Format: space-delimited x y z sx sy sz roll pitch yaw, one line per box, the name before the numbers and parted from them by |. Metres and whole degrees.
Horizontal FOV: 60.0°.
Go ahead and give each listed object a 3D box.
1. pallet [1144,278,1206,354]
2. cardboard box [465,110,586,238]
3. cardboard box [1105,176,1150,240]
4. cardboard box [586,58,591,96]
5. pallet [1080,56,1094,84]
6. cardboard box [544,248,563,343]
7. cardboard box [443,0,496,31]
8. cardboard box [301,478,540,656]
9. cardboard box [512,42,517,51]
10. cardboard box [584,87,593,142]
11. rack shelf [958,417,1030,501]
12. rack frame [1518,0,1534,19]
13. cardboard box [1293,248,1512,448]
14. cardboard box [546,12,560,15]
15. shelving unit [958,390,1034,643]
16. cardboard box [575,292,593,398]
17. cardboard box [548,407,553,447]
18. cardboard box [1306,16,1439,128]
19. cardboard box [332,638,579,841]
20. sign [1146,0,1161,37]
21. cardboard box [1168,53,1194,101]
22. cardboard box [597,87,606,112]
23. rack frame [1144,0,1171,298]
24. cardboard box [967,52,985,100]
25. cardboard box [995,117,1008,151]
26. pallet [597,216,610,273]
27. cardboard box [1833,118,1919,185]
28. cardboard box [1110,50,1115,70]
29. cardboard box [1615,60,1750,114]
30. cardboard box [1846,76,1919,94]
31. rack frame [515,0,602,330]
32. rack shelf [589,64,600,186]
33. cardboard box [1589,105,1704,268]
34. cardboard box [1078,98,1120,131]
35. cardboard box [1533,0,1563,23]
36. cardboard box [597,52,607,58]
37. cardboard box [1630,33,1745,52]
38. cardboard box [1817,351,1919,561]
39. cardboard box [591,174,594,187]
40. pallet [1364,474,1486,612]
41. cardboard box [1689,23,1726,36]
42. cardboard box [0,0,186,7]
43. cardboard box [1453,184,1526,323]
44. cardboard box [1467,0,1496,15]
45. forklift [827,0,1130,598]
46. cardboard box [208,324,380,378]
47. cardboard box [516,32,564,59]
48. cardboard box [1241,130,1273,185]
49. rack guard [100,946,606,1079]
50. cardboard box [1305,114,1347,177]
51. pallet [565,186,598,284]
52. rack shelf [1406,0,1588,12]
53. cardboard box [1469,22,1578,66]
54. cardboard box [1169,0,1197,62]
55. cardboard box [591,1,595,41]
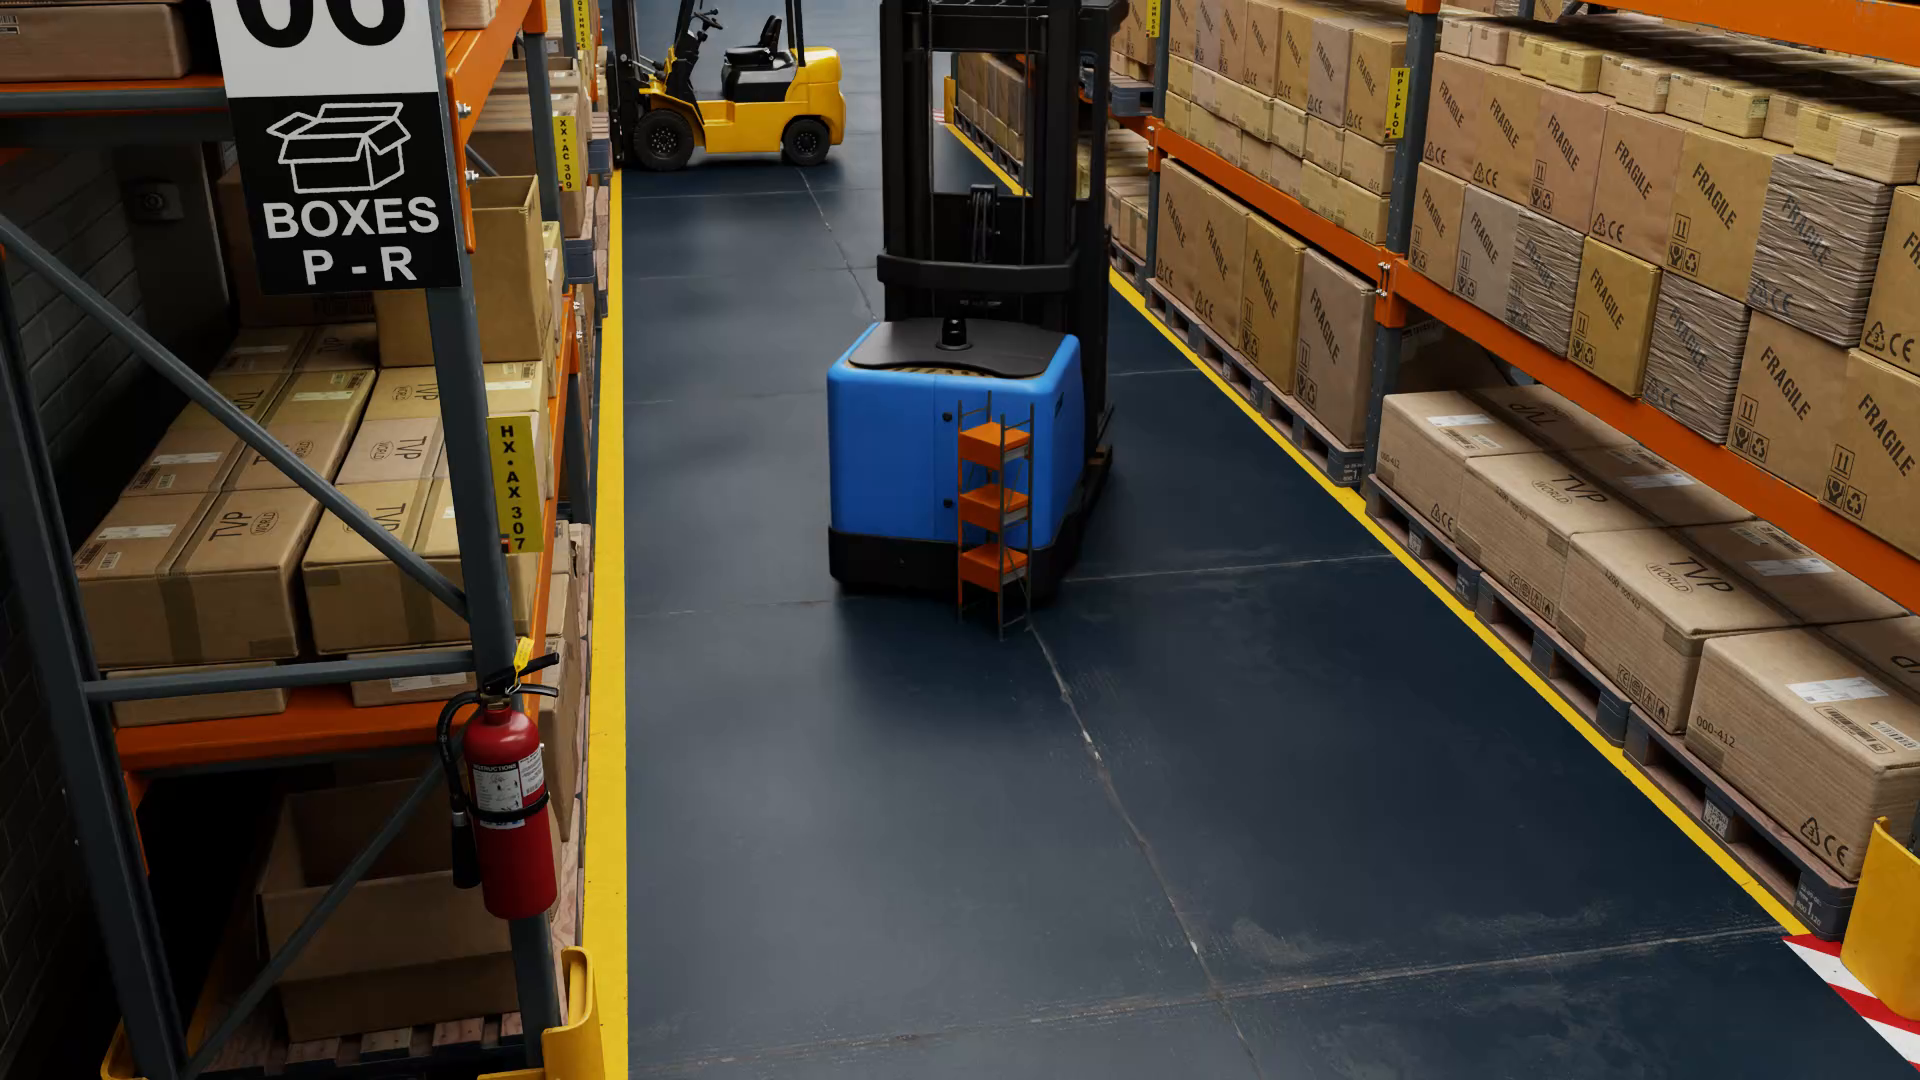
pallet | 1.946 -1.606 11.663 1.003 0.211 1.213 -4 24 -10
cardboard box | -2.133 -1.702 7.751 0.700 0.500 0.500 -4 24 -8
cardboard box | 1.635 -2.700 13.444 0.950 0.372 0.625 -5 24 -11
cardboard box | -3.129 -3.559 12.839 0.500 0.250 0.500 -4 24 -8
pallet | 1.468 -3.887 13.642 1.003 0.211 1.213 -4 24 -10
cardboard box | -1.822 -0.947 6.486 0.500 0.250 0.500 -4 24 -10
cardboard box | -1.404 -1.395 4.263 0.380 0.149 0.250 -4 24 -9
cardboard box | -1.343 0.050 4.203 0.500 0.250 0.500 -4 24 -9
cardboard box | -2.936 -3.381 11.806 0.500 0.250 0.500 -4 24 -8
cardboard box | -2.490 -2.563 10.034 0.500 0.250 0.500 -5 24 -12
rack shelf | 0.150 -0.346 7.048 0.240 0.259 0.215 21 31 39
rack frame | 5.981 -5.179 16.360 1.000 3.000 0.127 -4 24 -10
cardboard box | 2.421 -1.083 9.112 0.875 0.875 0.875 -4 24 -8
cardboard box | -3.022 -3.828 12.331 0.380 0.149 0.250 -4 24 -9
shelving unit | 0.150 -0.096 7.158 0.252 1.050 0.215 21 31 39
cardboard box | -2.418 -1.121 9.667 0.500 0.500 0.500 -5 24 -12
cardboard box | -1.573 -0.331 5.574 0.380 0.149 0.250 -4 24 -9
cardboard box | 2.182 -2.490 8.830 0.500 0.500 0.500 -4 24 -9
cardboard box | -1.664 0.682 5.538 0.700 0.500 0.500 -3 24 -8
sign | 1.343 -3.650 11.512 0.100 0.325 0.005 -4 24 -10
cardboard box | 1.725 -3.142 11.260 0.500 0.250 0.500 -4 24 -10
cardboard box | -3.524 -4.008 15.341 0.500 0.250 0.500 -5 24 -11
rack frame | 1.874 -3.200 11.828 1.000 3.000 0.127 -4 24 -10
cardboard box | 0.378 -5.070 18.084 0.500 0.500 0.500 -5 24 -12
cardboard box | 0.653 -4.127 16.862 0.500 0.250 0.500 -5 24 -11
pallet | -3.339 -2.358 13.386 1.003 0.211 1.213 -4 24 -10
cardboard box | 2.889 -1.174 5.005 0.380 0.149 0.250 -5 24 -10
cardboard box | 1.332 -3.684 12.726 0.380 0.149 0.250 -5 24 -12
cardboard box | 2.680 -1.684 6.173 0.380 0.149 0.250 -4 24 -10
cardboard box | 3.335 -1.526 5.811 0.380 0.149 0.250 -4 24 -9
rack frame | -3.003 -2.831 10.984 1.000 3.000 0.127 -4 24 -10
rack shelf | -3.373 -3.288 12.929 1.077 0.370 4.000 -4 24 -10
cardboard box | 2.726 -1.325 6.162 0.500 0.500 0.500 -4 24 -10
cardboard box | 1.291 -4.301 16.324 0.500 0.500 0.500 -3 24 -7
cardboard box | 5.813 -4.998 15.821 0.500 0.500 0.500 -4 24 -9
cardboard box | -3.991 -5.010 17.634 0.500 0.250 0.500 -4 24 -9
cardboard box | 3.027 -2.021 6.945 0.380 0.149 0.250 -5 24 -10
cardboard box | 3.004 -0.269 4.993 0.500 0.500 0.500 -4 24 -9
cardboard box | -3.499 -2.998 13.809 0.875 0.625 0.625 -5 24 -10
pallet | 2.678 -0.043 8.086 1.003 0.211 1.213 -4 24 -10
cardboard box | 6.282 -4.005 13.547 0.500 0.500 0.500 -4 24 -10
cardboard box | -1.873 -1.281 3.503 0.500 0.250 0.500 -5 24 -11
cardboard box | 2.532 -1.270 7.285 0.500 0.500 0.500 -4 24 -9
cardboard box | 5.777 -5.607 17.152 0.875 0.550 0.550 -4 24 -10
forklift | 0.217 -1.643 8.349 1.130 2.935 3.031 5 24 11
cardboard box | -2.147 -0.517 5.501 0.500 0.250 0.500 -4 24 -10
cardboard box | -2.773 -3.321 11.171 0.380 0.149 0.250 -4 24 -8
cardboard box | 2.016 -2.318 9.998 0.500 0.250 0.500 -4 24 -10
rack guard | -1.538 1.432 4.347 1.175 0.500 0.348 -4 24 -10
cardboard box | 2.194 -2.138 8.960 0.500 0.250 0.500 -4 24 -8
pallet | -2.304 -1.492 8.158 1.003 0.211 1.213 -4 24 -10
rack shelf | 2.244 -3.458 9.570 1.077 0.370 4.000 -4 24 -10
cardboard box | 2.480 -2.184 7.319 0.380 0.149 0.250 -4 24 -9
cardboard box | 1.725 -3.491 11.122 0.500 0.500 0.500 -5 24 -12
cardboard box | -3.681 -4.847 15.476 0.500 0.500 0.500 -4 24 -9
